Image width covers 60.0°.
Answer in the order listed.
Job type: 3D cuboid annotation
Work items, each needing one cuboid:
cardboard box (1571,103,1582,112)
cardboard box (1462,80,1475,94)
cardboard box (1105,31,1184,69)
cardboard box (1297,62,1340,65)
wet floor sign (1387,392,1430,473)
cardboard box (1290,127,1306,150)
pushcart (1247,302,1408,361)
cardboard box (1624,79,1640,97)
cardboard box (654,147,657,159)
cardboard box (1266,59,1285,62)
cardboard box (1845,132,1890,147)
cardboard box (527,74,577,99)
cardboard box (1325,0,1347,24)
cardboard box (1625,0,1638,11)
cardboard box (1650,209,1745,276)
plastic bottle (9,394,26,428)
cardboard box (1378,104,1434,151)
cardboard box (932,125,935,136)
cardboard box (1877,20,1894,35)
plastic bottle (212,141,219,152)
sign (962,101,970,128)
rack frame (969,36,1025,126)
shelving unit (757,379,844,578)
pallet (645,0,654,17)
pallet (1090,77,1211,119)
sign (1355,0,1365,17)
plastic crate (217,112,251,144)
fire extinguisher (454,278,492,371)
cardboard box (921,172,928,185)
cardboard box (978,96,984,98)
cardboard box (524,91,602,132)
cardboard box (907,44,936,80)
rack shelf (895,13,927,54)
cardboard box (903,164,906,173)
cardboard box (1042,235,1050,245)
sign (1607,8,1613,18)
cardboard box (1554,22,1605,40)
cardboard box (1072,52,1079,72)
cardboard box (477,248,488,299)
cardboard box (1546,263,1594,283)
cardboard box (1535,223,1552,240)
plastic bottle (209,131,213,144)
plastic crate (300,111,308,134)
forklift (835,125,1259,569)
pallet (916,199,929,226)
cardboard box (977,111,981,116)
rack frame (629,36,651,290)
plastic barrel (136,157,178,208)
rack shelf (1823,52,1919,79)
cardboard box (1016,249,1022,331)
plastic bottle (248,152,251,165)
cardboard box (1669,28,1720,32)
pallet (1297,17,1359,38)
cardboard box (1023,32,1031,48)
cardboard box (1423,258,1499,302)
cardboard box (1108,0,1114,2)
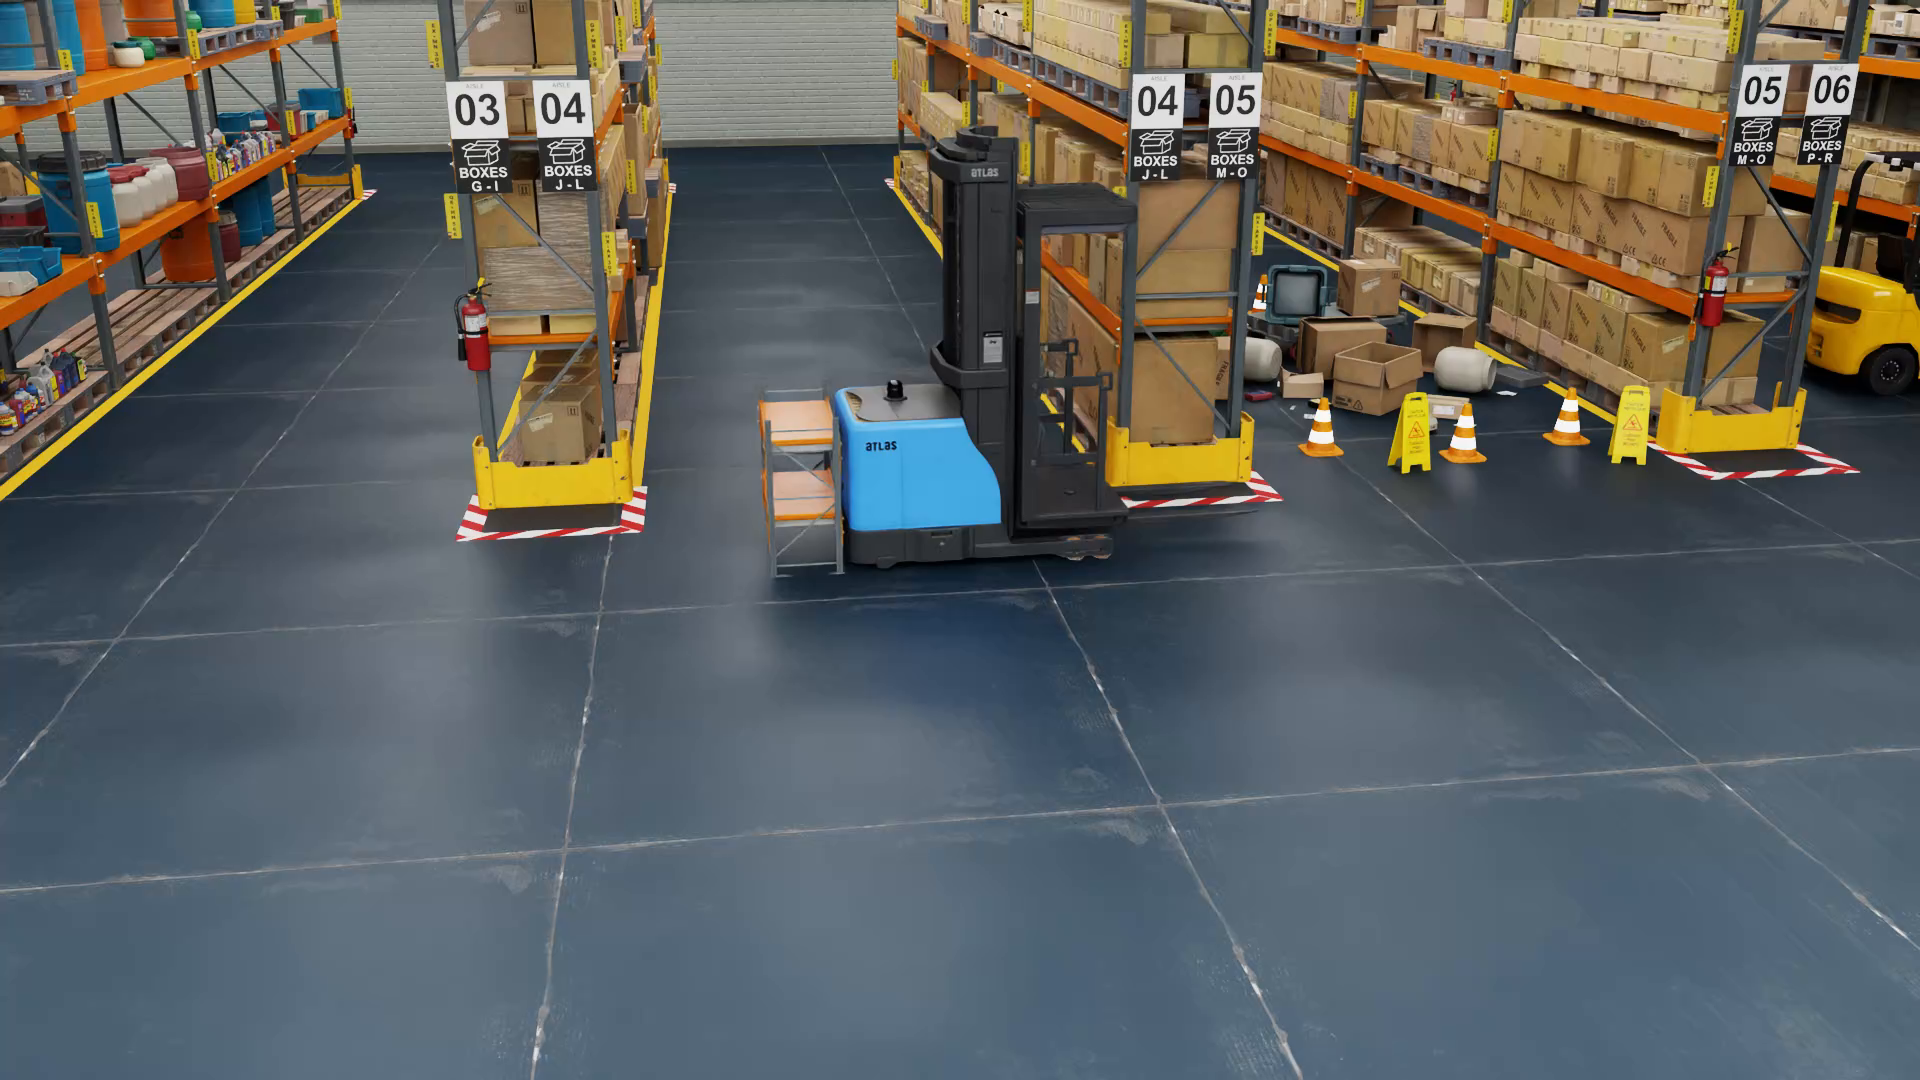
[{"bbox_3d":[9.681,-6.672,25.050,0.700,0.500,0.500,-2,21,-6],"label":"cardboard box"},{"bbox_3d":[9.054,-7.891,28.845,0.500,0.250,0.500,-3,21,-7],"label":"cardboard box"},{"bbox_3d":[1.420,-3.789,12.834,0.500,0.250,0.500,-3,21,-7],"label":"cardboard box"},{"bbox_3d":[5.234,-6.729,24.373,0.500,0.500,0.500,-2,21,-6],"label":"cardboard box"},{"bbox_3d":[3.731,-0.903,13.712,0.267,0.644,0.232,-7,21,-17],"label":"wet floor sign"},{"bbox_3d":[4.920,-5.589,23.107,0.500,0.250,0.500,-3,21,-9],"label":"cardboard box"},{"bbox_3d":[3.825,-2.225,17.634,1.648,0.377,0.936,-11,23,-26],"label":"pushcart"},{"bbox_3d":[6.166,-4.043,14.825,0.380,0.149,0.250,-3,21,-9],"label":"cardboard box"},{"bbox_3d":[-4.902,-5.290,24.529,0.875,0.875,0.875,-3,21,-8],"label":"cardboard box"},{"bbox_3d":[4.580,-7.020,25.154,0.500,0.500,0.500,-3,21,-8],"label":"cardboard box"},{"bbox_3d":[10.533,-4.649,19.307,0.380,0.149,0.250,-3,21,-9],"label":"cardboard box"},{"bbox_3d":[-2.967,-3.330,12.202,0.380,0.149,0.250,-3,21,-8],"label":"cardboard box"},{"bbox_3d":[5.167,-6.953,21.514,0.700,0.500,0.500,-4,21,-10],"label":"cardboard box"},{"bbox_3d":[9.659,-7.573,23.534,0.380,0.149,0.250,-2,21,-6],"label":"cardboard box"},{"bbox_3d":[6.300,-2.561,14.218,0.500,0.500,0.500,-3,21,-9],"label":"cardboard box"},{"bbox_3d":[-8.025,-1.108,14.148,0.061,0.283,0.133,-3,21,-7],"label":"plastic bottle"},{"bbox_3d":[5.416,-5.006,20.164,0.500,0.500,0.500,-2,21,-5],"label":"cardboard box"},{"bbox_3d":[-0.168,-5.539,22.517,0.380,0.149,0.250,-3,21,-9],"label":"cardboard box"},{"bbox_3d":[10.526,-5.734,18.610,0.380,0.149,0.250,-3,21,-8],"label":"cardboard box"},{"bbox_3d":[-9.924,-5.220,22.188,0.097,0.201,0.097,0,20,0],"label":"plastic bottle"},{"bbox_3d":[0.078,-5.161,20.205,0.100,0.325,0.005,-3,21,-8],"label":"sign"},{"bbox_3d":[0.614,-4.686,20.476,1.000,3.000,0.127,-3,21,-8],"label":"rack frame"},{"bbox_3d":[-1.140,-0.460,11.839,0.538,1.125,1.048,-3,21,-8],"label":"shelving unit"},{"bbox_3d":[-5.345,-8.348,26.120,1.003,0.211,1.213,-3,21,-8],"label":"pallet"},{"bbox_3d":[1.650,-3.536,13.237,1.003,0.211,1.213,-3,21,-8],"label":"pallet"},{"bbox_3d":[4.947,-6.630,20.541,0.100,0.325,0.005,-3,21,-8],"label":"sign"},{"bbox_3d":[-10.192,-5.771,23.318,0.392,0.384,0.575,-3,21,-8],"label":"plastic crate"},{"bbox_3d":[-3.595,-1.602,12.329,0.296,0.674,0.183,-3,21,-8],"label":"fire extinguisher"},{"bbox_3d":[-0.391,-5.493,25.261,0.380,0.149,0.250,-3,21,-8],"label":"cardboard box"},{"bbox_3d":[0.363,-6.117,23.216,0.380,0.149,0.250,-4,21,-9],"label":"cardboard box"},{"bbox_3d":[-2.969,-3.216,12.467,0.500,0.250,0.500,-2,21,-6],"label":"cardboard box"},{"bbox_3d":[-0.529,-7.410,25.771,0.500,0.500,0.500,-4,21,-9],"label":"cardboard box"},{"bbox_3d":[-0.251,-7.832,25.639,1.077,0.370,4.000,-3,21,-8],"label":"rack shelf"},{"bbox_3d":[-0.734,-6.165,27.483,0.380,0.149,0.250,-3,21,-8],"label":"cardboard box"},{"bbox_3d":[1.255,-3.244,16.401,0.875,0.550,0.550,-3,21,-8],"label":"cardboard box"},{"bbox_3d":[6.610,-5.263,16.995,0.100,0.325,0.005,-3,21,-8],"label":"sign"},{"bbox_3d":[5.904,-4.849,15.843,0.380,0.149,0.250,-3,21,-8],"label":"cardboard box"},{"bbox_3d":[1.164,-4.073,14.164,0.380,0.149,0.250,-3,21,-7],"label":"cardboard box"},{"bbox_3d":[-3.399,-2.246,13.375,0.875,0.500,0.500,-3,21,-8],"label":"cardboard box"},{"bbox_3d":[5.968,-2.615,16.260,0.380,0.149,0.250,-2,21,-5],"label":"cardboard box"},{"bbox_3d":[5.960,-3.080,16.535,0.380,0.149,0.250,-2,21,-6],"label":"cardboard box"},{"bbox_3d":[-10.156,-5.403,22.562,0.061,0.283,0.133,-3,21,-8],"label":"plastic bottle"},{"bbox_3d":[-9.825,-6.117,24.390,0.437,0.282,0.530,-3,21,-8],"label":"plastic crate"},{"bbox_3d":[0.642,-1.404,11.785,3.031,2.935,1.130,-4,21,-9],"label":"forklift"},{"bbox_3d":[-0.095,-4.996,25.290,1.003,0.211,1.213,-3,21,-8],"label":"pallet"},{"bbox_3d":[0.442,-5.800,22.791,0.380,0.149,0.250,-4,21,-11],"label":"cardboard box"},{"bbox_3d":[-4.309,-4.471,19.900,1.000,3.000,0.127,-3,21,-8],"label":"rack frame"},{"bbox_3d":[-8.851,-3.928,18.287,0.421,0.512,0.421,0,20,0],"label":"plastic barrel"},{"bbox_3d":[10.697,-5.598,19.659,1.077,0.370,4.000,-3,21,-8],"label":"rack shelf"},{"bbox_3d":[1.012,-2.654,17.651,1.050,0.750,0.750,-3,21,-8],"label":"cardboard box"},{"bbox_3d":[-9.188,-4.926,21.402,0.097,0.201,0.097,0,20,0],"label":"plastic bottle"},{"bbox_3d":[6.613,-4.524,14.973,0.380,0.149,0.250,-2,21,-7],"label":"cardboard box"},{"bbox_3d":[5.188,-6.895,22.372,1.003,0.211,1.213,-2,21,-5],"label":"pallet"},{"bbox_3d":[0.930,-5.116,16.811,0.500,0.250,0.500,-3,21,-7],"label":"cardboard box"},{"bbox_3d":[5.889,-2.982,19.068,0.950,0.372,0.625,-2,21,-4],"label":"cardboard box"},{"bbox_3d":[1.595,-5.008,15.526,0.380,0.149,0.250,-3,21,-8],"label":"cardboard box"}]
